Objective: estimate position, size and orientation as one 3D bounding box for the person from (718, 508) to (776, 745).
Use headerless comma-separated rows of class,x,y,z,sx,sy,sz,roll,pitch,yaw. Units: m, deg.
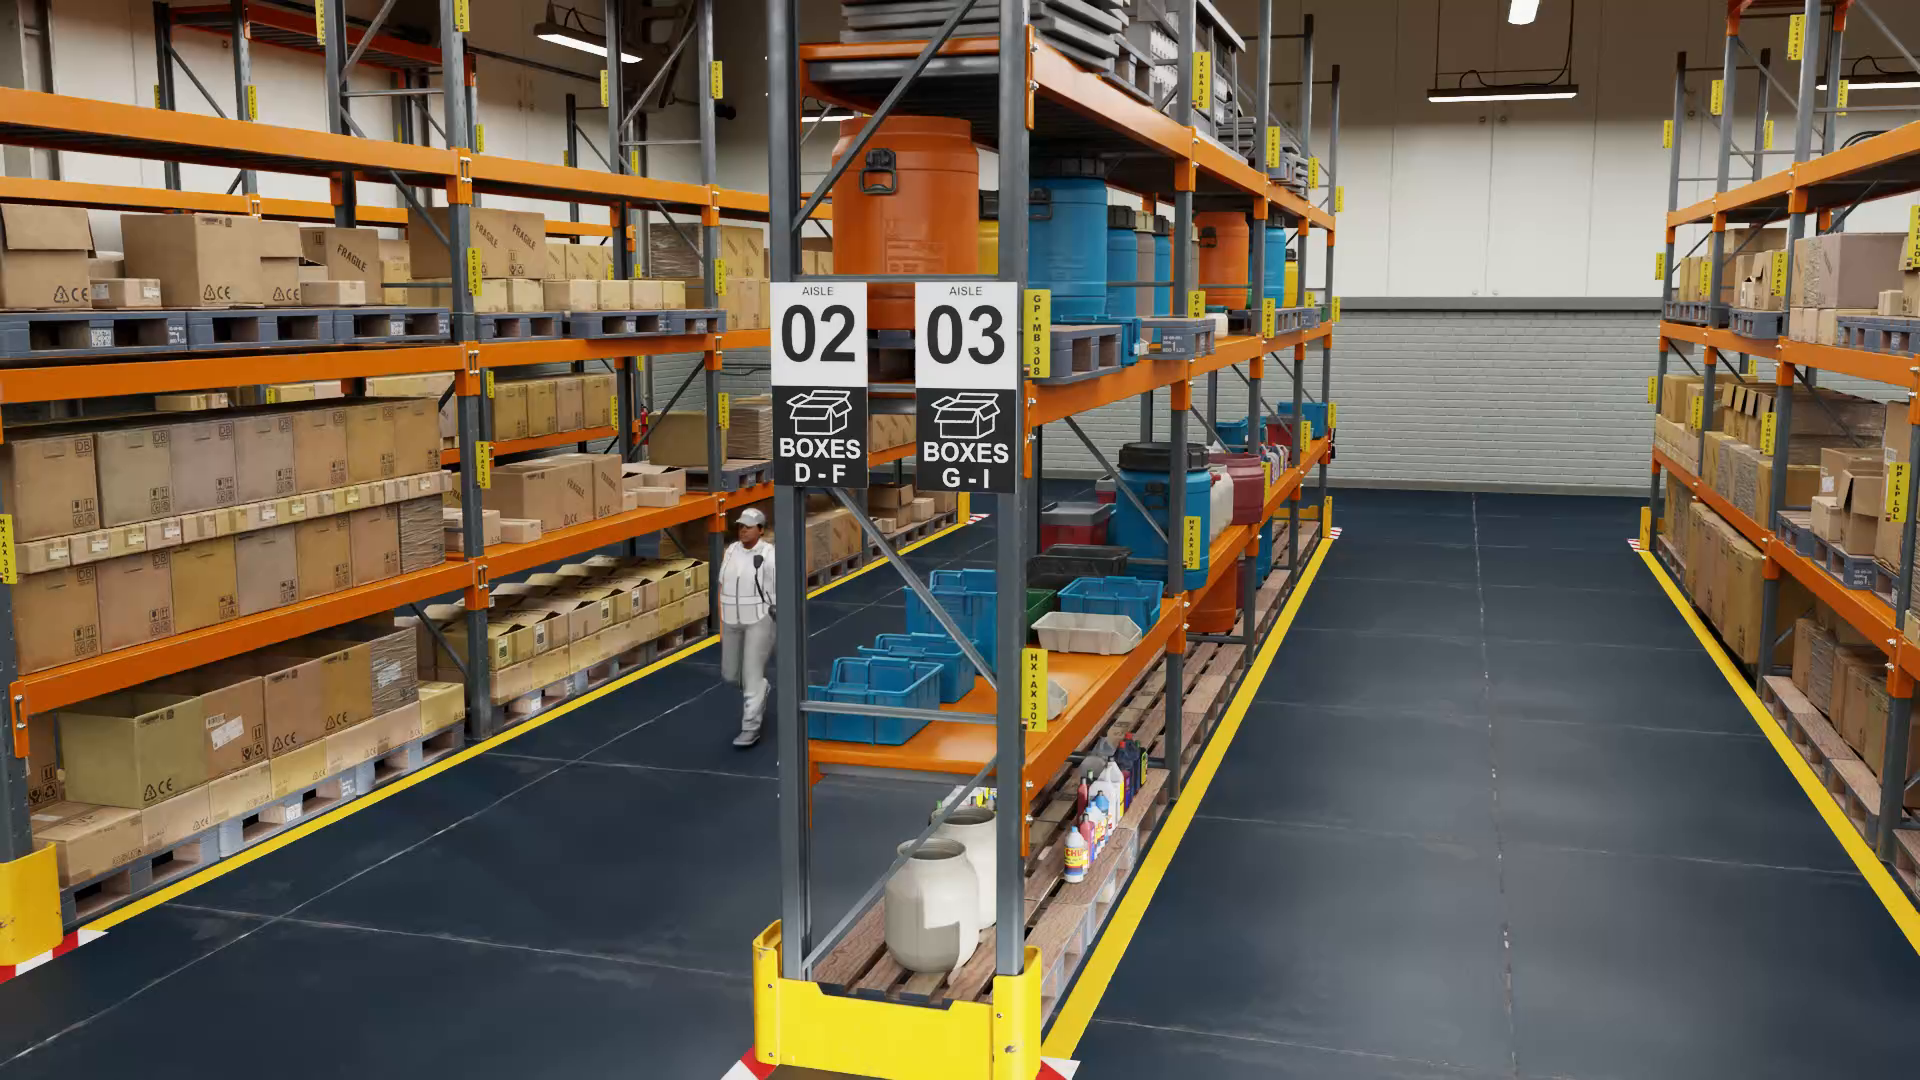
person,-1.477,0.580,11.852,0.494,1.632,0.782,4,9,23
